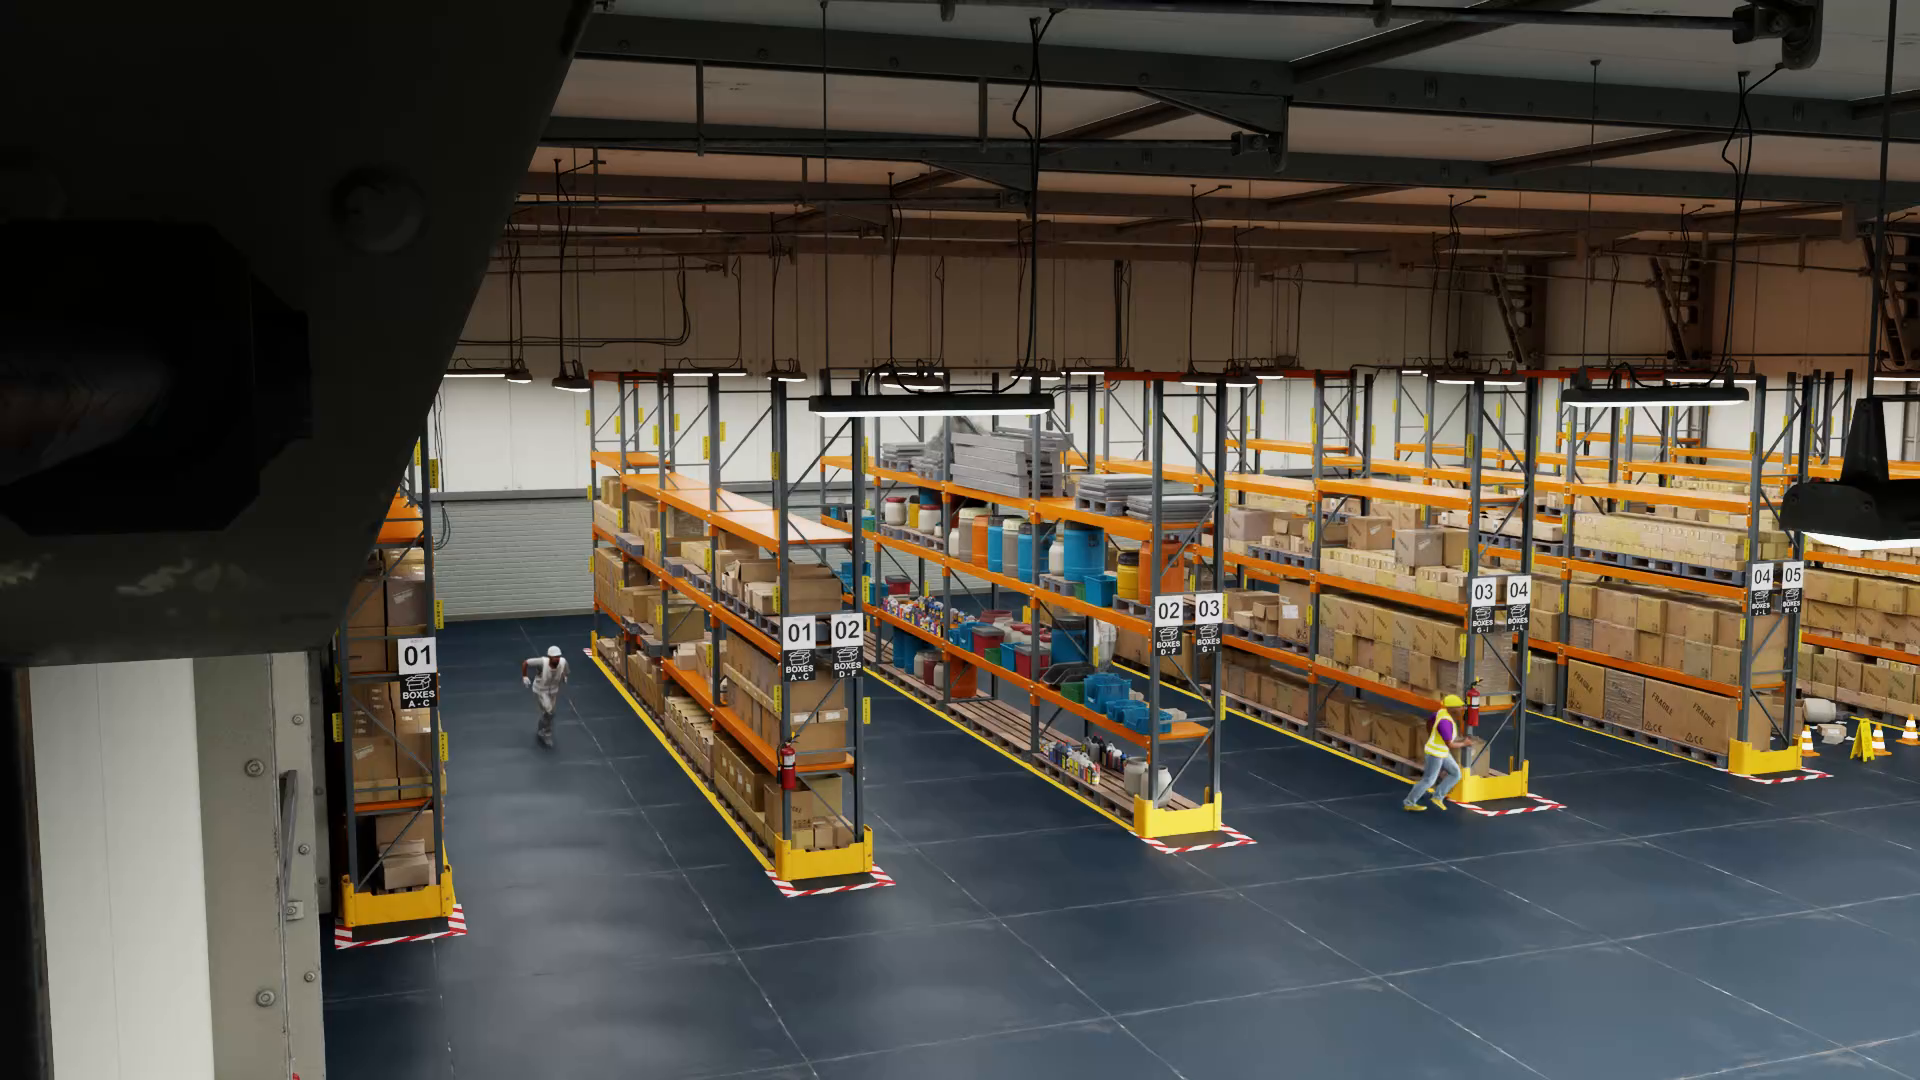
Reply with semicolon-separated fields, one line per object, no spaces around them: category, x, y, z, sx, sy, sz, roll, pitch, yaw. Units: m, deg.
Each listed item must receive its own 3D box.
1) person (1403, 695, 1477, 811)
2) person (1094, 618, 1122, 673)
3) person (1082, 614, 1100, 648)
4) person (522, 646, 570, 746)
person;6.613;2.943;22.862;0.964;1.686;0.717;3;7;23
person;2.826;1.962;31.903;0.588;1.702;0.724;-2;7;-19
person;2.346;2.021;31.396;0.585;1.602;0.687;-1;6;-5
person;-6.735;2.516;27.018;0.738;1.691;0.989;-5;8;-36
